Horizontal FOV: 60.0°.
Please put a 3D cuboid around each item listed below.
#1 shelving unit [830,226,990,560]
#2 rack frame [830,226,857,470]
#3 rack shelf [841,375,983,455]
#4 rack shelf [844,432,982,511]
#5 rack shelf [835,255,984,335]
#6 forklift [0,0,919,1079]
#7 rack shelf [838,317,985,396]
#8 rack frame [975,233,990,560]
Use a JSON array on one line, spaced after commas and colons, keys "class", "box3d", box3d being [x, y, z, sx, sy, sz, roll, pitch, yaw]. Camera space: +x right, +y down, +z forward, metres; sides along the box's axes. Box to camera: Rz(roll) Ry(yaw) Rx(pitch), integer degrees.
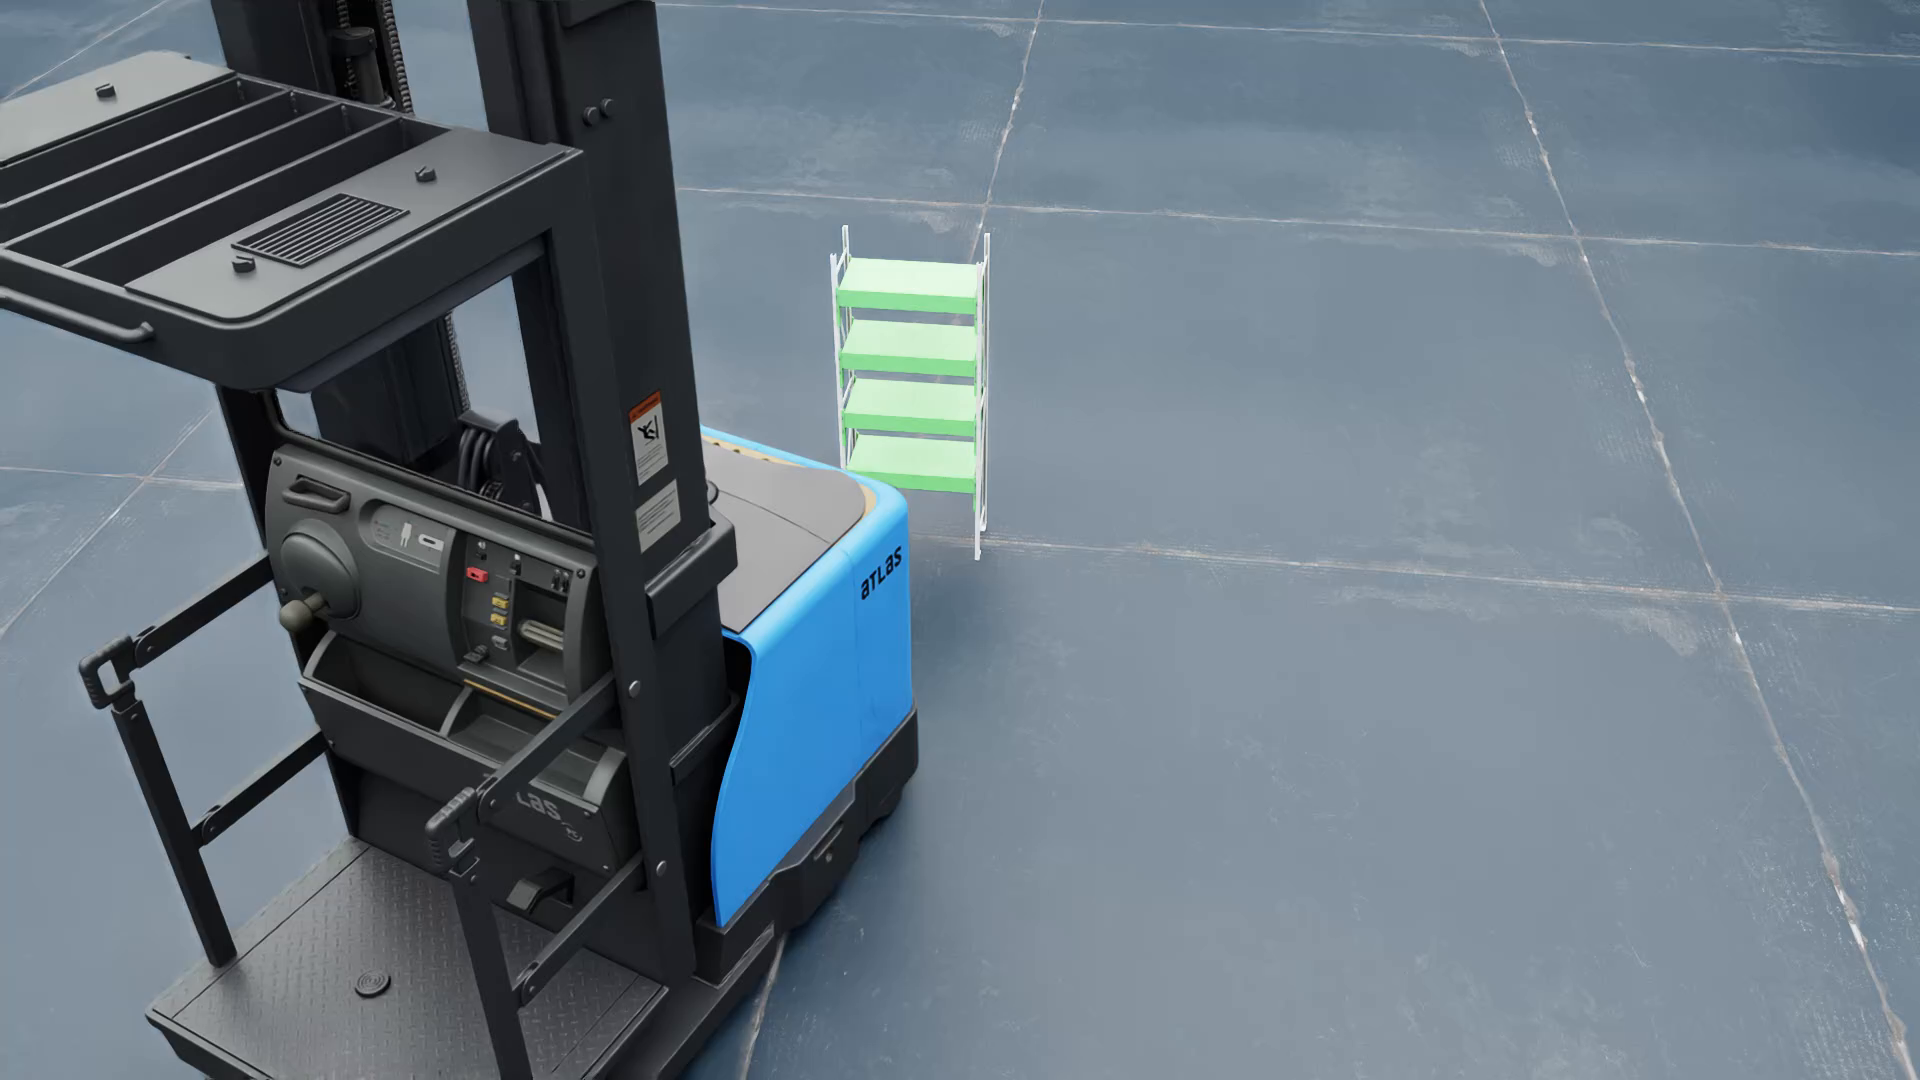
[{"class": "shelving unit", "box3d": [-0.164, -0.501, 5.919, 0.503, 1.200, 0.258, 4, 36, 6]}, {"class": "rack frame", "box3d": [-0.406, -0.519, 5.944, 0.015, 1.200, 0.240, 4, 36, 6]}, {"class": "rack shelf", "box3d": [-0.164, -0.449, 5.956, 0.480, 0.148, 0.258, 4, 36, 6]}, {"class": "rack shelf", "box3d": [-0.164, -0.253, 6.095, 0.480, 0.148, 0.258, 4, 36, 6]}, {"class": "rack shelf", "box3d": [-0.164, -0.839, 5.677, 0.480, 0.148, 0.258, 4, 36, 6]}, {"class": "forklift", "box3d": [-1.284, 0.152, 3.514, 1.130, 2.935, 3.031, 18, 39, 23]}, {"class": "rack shelf", "box3d": [-0.164, -0.644, 5.816, 0.480, 0.148, 0.258, 4, 36, 6]}, {"class": "rack frame", "box3d": [0.078, -0.483, 5.893, 0.015, 1.200, 0.240, 4, 36, 6]}]
